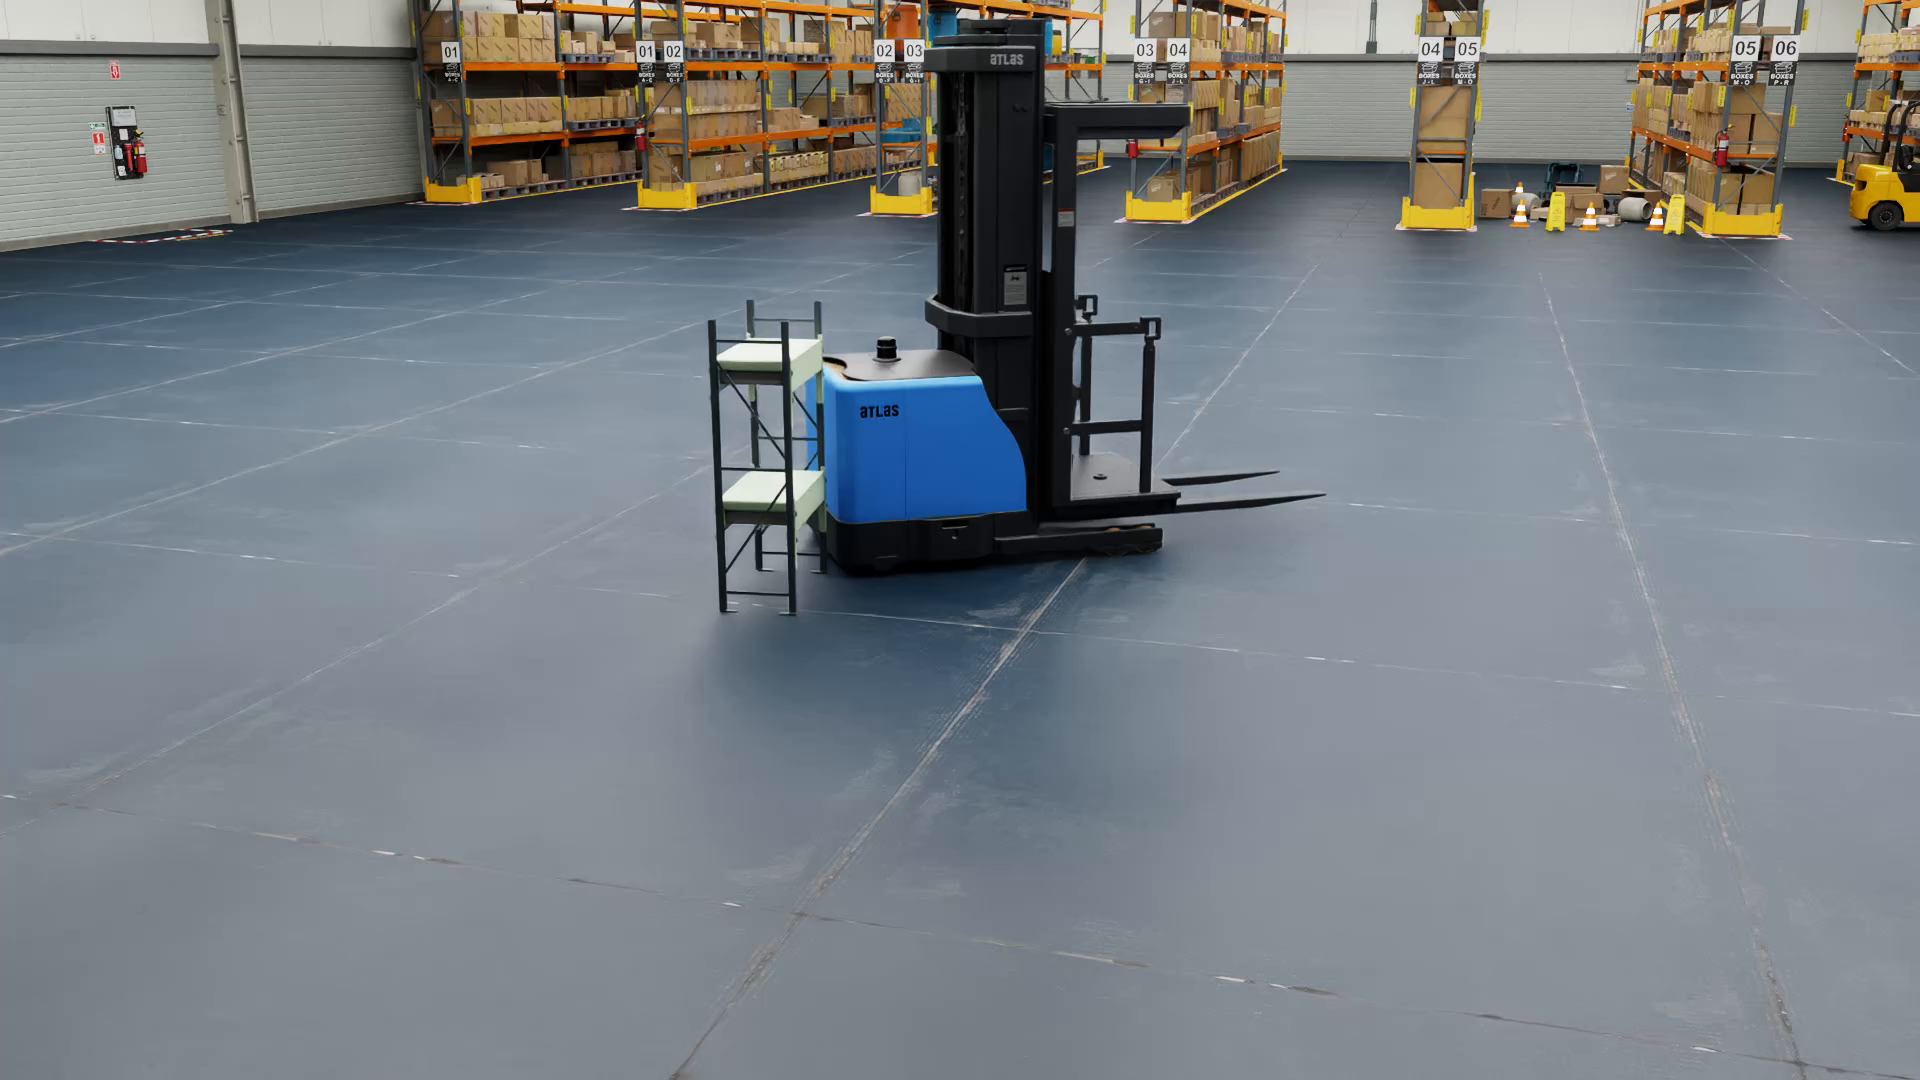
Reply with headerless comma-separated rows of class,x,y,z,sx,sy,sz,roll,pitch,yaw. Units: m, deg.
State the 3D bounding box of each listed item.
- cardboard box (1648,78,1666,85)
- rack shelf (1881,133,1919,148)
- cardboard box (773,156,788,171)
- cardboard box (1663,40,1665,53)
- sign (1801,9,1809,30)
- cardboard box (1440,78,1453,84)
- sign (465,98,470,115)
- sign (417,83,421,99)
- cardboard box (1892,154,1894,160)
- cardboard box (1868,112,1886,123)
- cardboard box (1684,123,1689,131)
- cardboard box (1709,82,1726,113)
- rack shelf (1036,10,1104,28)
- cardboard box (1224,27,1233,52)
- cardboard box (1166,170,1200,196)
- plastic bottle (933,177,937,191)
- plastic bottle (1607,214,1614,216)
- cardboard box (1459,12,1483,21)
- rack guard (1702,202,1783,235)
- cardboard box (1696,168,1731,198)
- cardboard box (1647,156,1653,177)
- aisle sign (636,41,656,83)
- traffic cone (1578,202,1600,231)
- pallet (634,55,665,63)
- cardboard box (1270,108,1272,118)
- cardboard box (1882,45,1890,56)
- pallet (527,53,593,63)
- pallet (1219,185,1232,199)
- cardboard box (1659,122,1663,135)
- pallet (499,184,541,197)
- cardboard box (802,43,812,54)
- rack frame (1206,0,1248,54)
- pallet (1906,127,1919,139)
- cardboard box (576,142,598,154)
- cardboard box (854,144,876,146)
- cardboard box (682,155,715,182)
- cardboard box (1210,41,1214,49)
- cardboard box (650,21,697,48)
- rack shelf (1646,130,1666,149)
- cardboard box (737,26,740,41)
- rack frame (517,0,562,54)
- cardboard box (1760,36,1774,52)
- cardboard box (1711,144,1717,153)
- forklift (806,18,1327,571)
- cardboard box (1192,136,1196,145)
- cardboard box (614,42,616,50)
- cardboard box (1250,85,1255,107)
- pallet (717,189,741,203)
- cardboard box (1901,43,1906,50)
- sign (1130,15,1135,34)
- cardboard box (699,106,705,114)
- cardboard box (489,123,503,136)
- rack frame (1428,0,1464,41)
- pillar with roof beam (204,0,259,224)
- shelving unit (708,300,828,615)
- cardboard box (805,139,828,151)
cardboard box,16.754,-11.005,39.927,0.380,0.149,0.250,4,16,15
rack shelf,20.739,-8.476,35.532,1.077,0.370,4.000,5,16,16
cardboard box,-4.221,-8.542,37.689,0.500,0.311,0.500,4,16,15
cardboard box,15.693,-10.858,36.595,0.396,0.266,0.258,6,17,20
sign,13.657,-8.411,26.887,0.100,0.325,0.005,5,16,16
cardboard box,11.647,-10.902,40.210,0.500,0.500,0.500,4,16,14
sign,-10.091,-8.885,34.070,0.100,0.325,0.005,5,16,16
sign,-11.138,-9.268,34.305,0.100,0.325,0.005,5,16,16
cardboard box,20.946,-8.505,36.939,0.380,0.149,0.250,4,16,14
cardboard box,21.501,-9.830,38.718,0.500,0.250,0.500,5,16,15
cardboard box,14.286,-8.011,32.267,0.380,0.149,0.250,4,16,15
cardboard box,13.224,-7.544,28.369,0.700,0.500,0.500,5,17,16
rack shelf,2.866,-13.752,43.875,1.077,0.370,4.000,5,16,16
cardboard box,5.268,-10.461,34.758,0.797,0.503,0.637,5,17,18
cardboard box,4.465,-7.152,33.358,0.500,0.500,0.500,11,19,33
plastic bottle,-0.529,-7.461,34.831,0.097,0.271,0.097,0,16,0
plastic bottle,12.109,-6.030,30.977,0.133,0.061,0.283,8,18,25
cardboard box,8.763,-8.965,28.490,0.380,0.149,0.250,5,17,16
rack guard,13.159,-5.407,27.975,1.175,0.500,0.348,5,16,16
cardboard box,13.410,-6.327,29.536,0.500,0.500,0.500,4,16,15
cardboard box,16.829,-8.854,39.475,0.875,0.438,0.875,4,16,15
aisle sign,-6.161,-9.383,32.650,0.394,0.787,0.004,5,16,16
traffic cone,10.862,-5.579,28.649,0.336,0.463,0.334,5,16,16
pallet,-8.206,-12.128,41.940,1.213,0.211,1.003,5,17,18
cardboard box,7.719,-10.937,42.620,0.500,0.250,0.500,5,17,17
cardboard box,21.342,-11.141,37.845,0.500,0.250,0.500,4,16,14
pallet,-9.197,-11.063,38.182,1.213,0.211,1.003,5,16,16
pallet,5.337,-7.587,36.191,1.003,0.211,1.213,5,16,16
cardboard box,15.436,-8.898,35.976,0.500,0.250,0.500,5,17,17
pallet,-9.977,-7.717,36.648,1.003,0.211,1.213,5,16,16
cardboard box,-3.794,-11.531,38.996,0.500,0.250,0.500,5,17,17
rack frame,5.909,-12.337,36.834,1.000,3.000,0.127,5,16,16
pallet,20.296,-8.389,34.260,1.213,0.211,1.003,5,16,16
cardboard box,-9.015,-9.372,39.776,0.500,0.250,0.500,4,16,14
cardboard box,-2.561,-10.447,44.938,0.500,0.500,0.500,5,16,16
cardboard box,-5.355,-7.621,34.096,0.500,0.500,0.500,5,16,16
cardboard box,4.752,-9.650,32.403,0.380,0.149,0.250,4,16,14
cardboard box,-5.694,-10.039,33.014,0.797,0.503,0.637,6,17,20
rack shelf,15.979,-8.860,36.886,1.077,0.370,4.000,5,16,16
cardboard box,-6.455,-14.061,46.356,0.500,0.500,0.500,5,17,16
rack frame,-9.475,-12.443,37.207,1.000,3.000,0.127,5,16,16
cardboard box,13.536,-8.214,27.525,0.500,0.250,0.500,4,16,15
cardboard box,13.004,-6.658,28.266,0.380,0.149,0.250,4,16,15
forklift,0.661,-1.446,9.555,3.031,2.935,1.130,-5,16,-16
cardboard box,4.249,-7.553,31.422,0.380,0.149,0.250,5,16,16
cardboard box,-8.763,-11.933,40.688,0.500,0.500,0.500,5,16,16
cardboard box,6.666,-10.682,39.970,0.797,0.503,0.637,5,17,16
pallet,-5.335,-7.307,35.204,1.003,0.211,1.213,5,16,16
cardboard box,20.603,-10.672,35.966,0.380,0.149,0.250,5,17,17
sign,3.109,-9.275,29.913,0.100,0.325,0.005,5,16,16
cardboard box,-5.398,-8.708,33.660,0.380,0.149,0.250,5,16,16
cardboard box,-10.035,-8.688,35.200,0.500,0.250,0.500,4,16,14
rack frame,9.499,-10.879,31.695,1.000,3.000,0.127,5,16,16
pillar with roof beam,-8.820,-9.743,27.688,9.100,9.000,0.400,5,16,16
shelving unit,-0.983,-0.447,8.657,0.431,1.500,0.755,2,16,8
cardboard box,-3.535,-9.868,41.523,0.500,0.250,0.500,5,17,18
